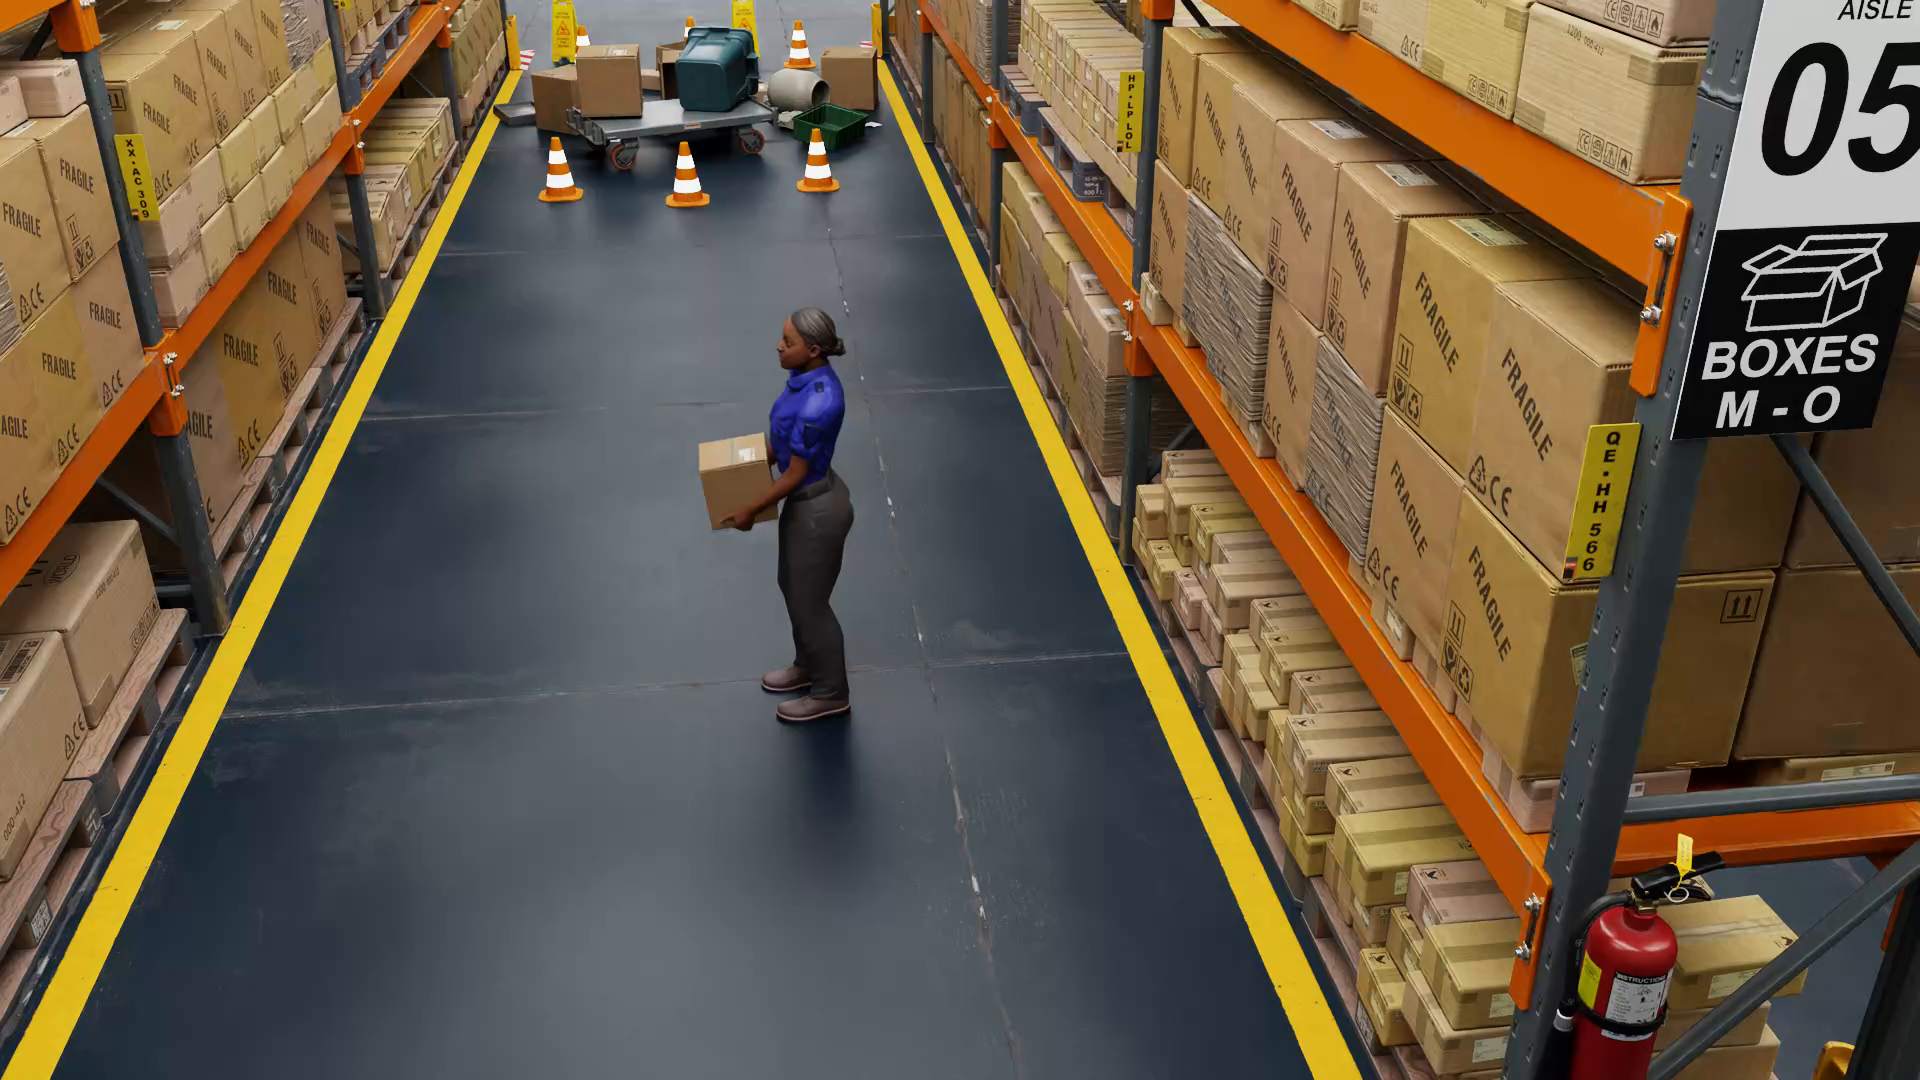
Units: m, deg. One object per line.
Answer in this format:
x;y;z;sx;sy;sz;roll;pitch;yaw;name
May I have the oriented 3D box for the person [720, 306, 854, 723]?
-0.657;-0.093;6.313;0.502;1.656;0.442;-4;28;-7;person
